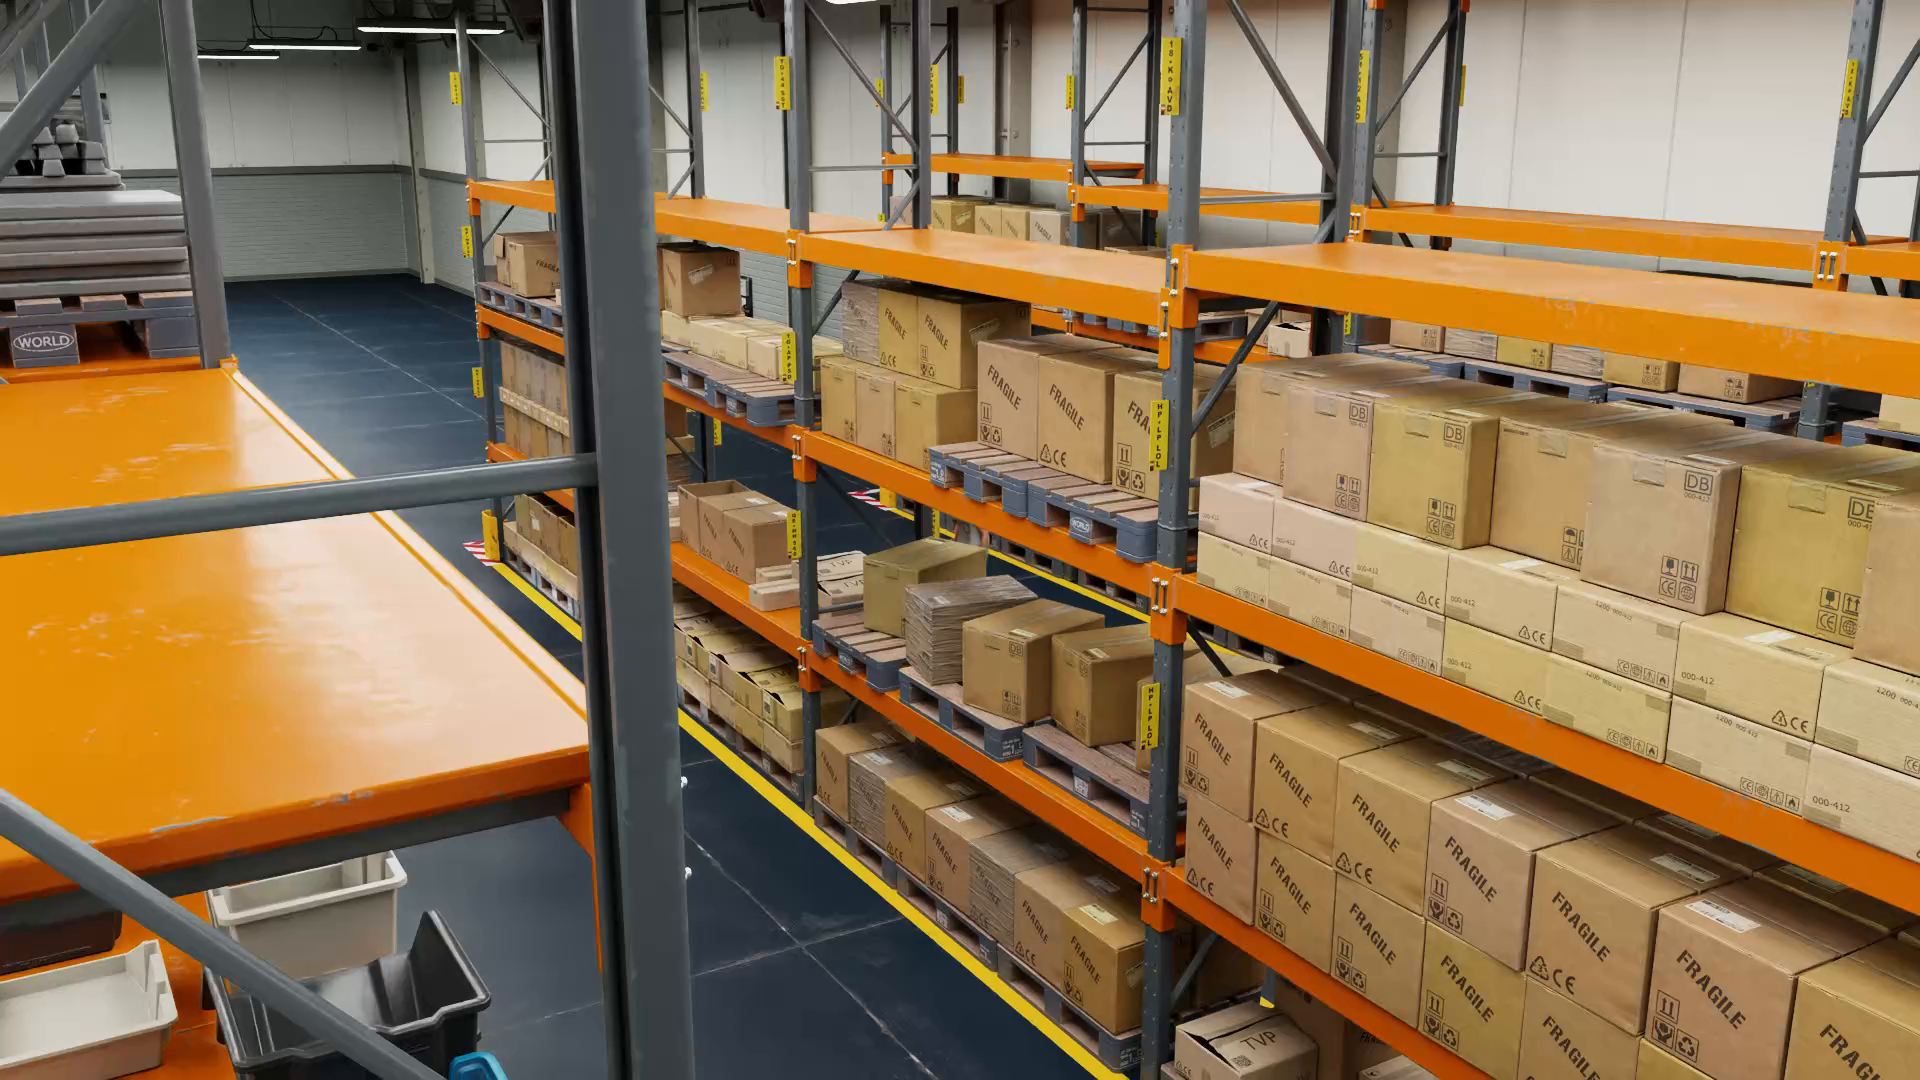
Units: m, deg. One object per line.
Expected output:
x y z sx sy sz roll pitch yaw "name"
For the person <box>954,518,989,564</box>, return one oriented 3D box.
0.076 0.133 15.521 0.361 1.671 0.497 -10 18 -32 "person"
